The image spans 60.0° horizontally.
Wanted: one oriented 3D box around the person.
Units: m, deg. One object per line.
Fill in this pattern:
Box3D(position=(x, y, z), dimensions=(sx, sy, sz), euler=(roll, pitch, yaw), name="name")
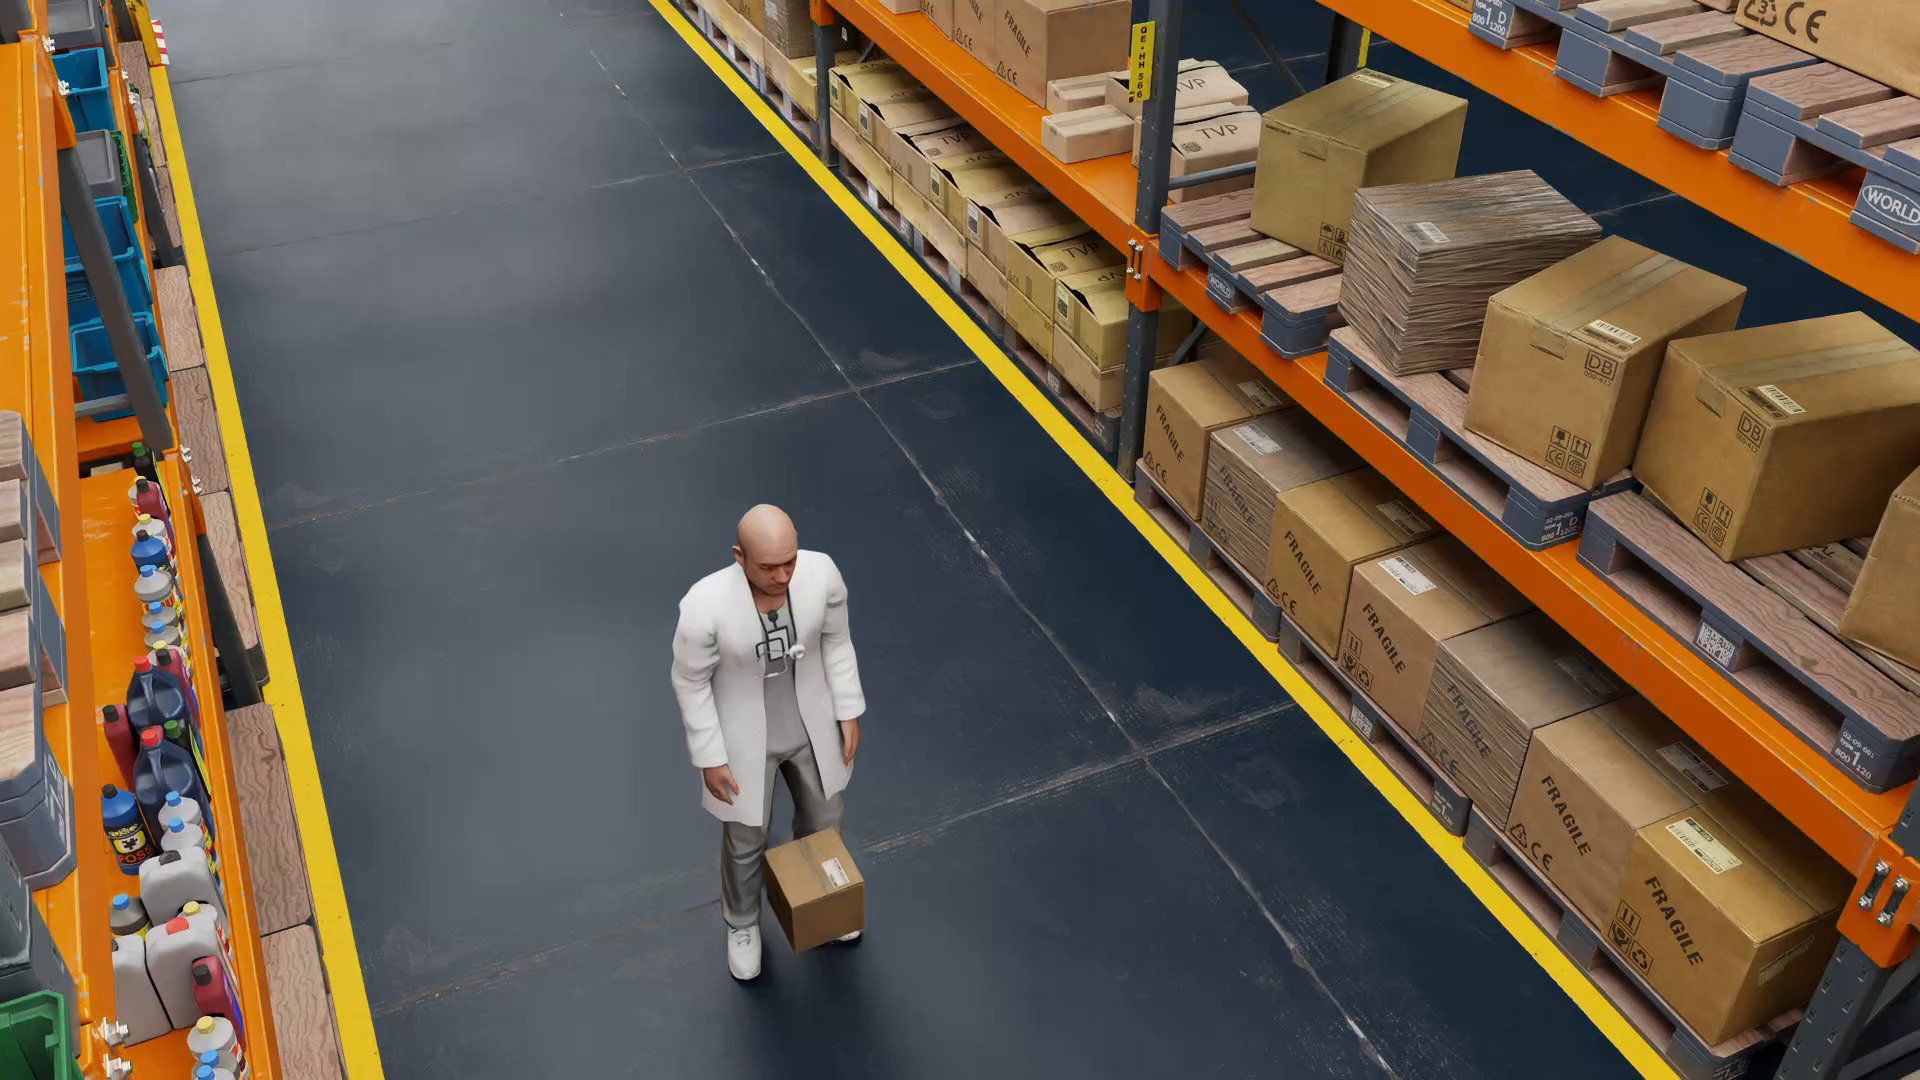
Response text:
Box3D(position=(-0.588, 0.620, 5.332), dimensions=(0.596, 1.776, 0.424), euler=(-17, 40, -21), name="person")
